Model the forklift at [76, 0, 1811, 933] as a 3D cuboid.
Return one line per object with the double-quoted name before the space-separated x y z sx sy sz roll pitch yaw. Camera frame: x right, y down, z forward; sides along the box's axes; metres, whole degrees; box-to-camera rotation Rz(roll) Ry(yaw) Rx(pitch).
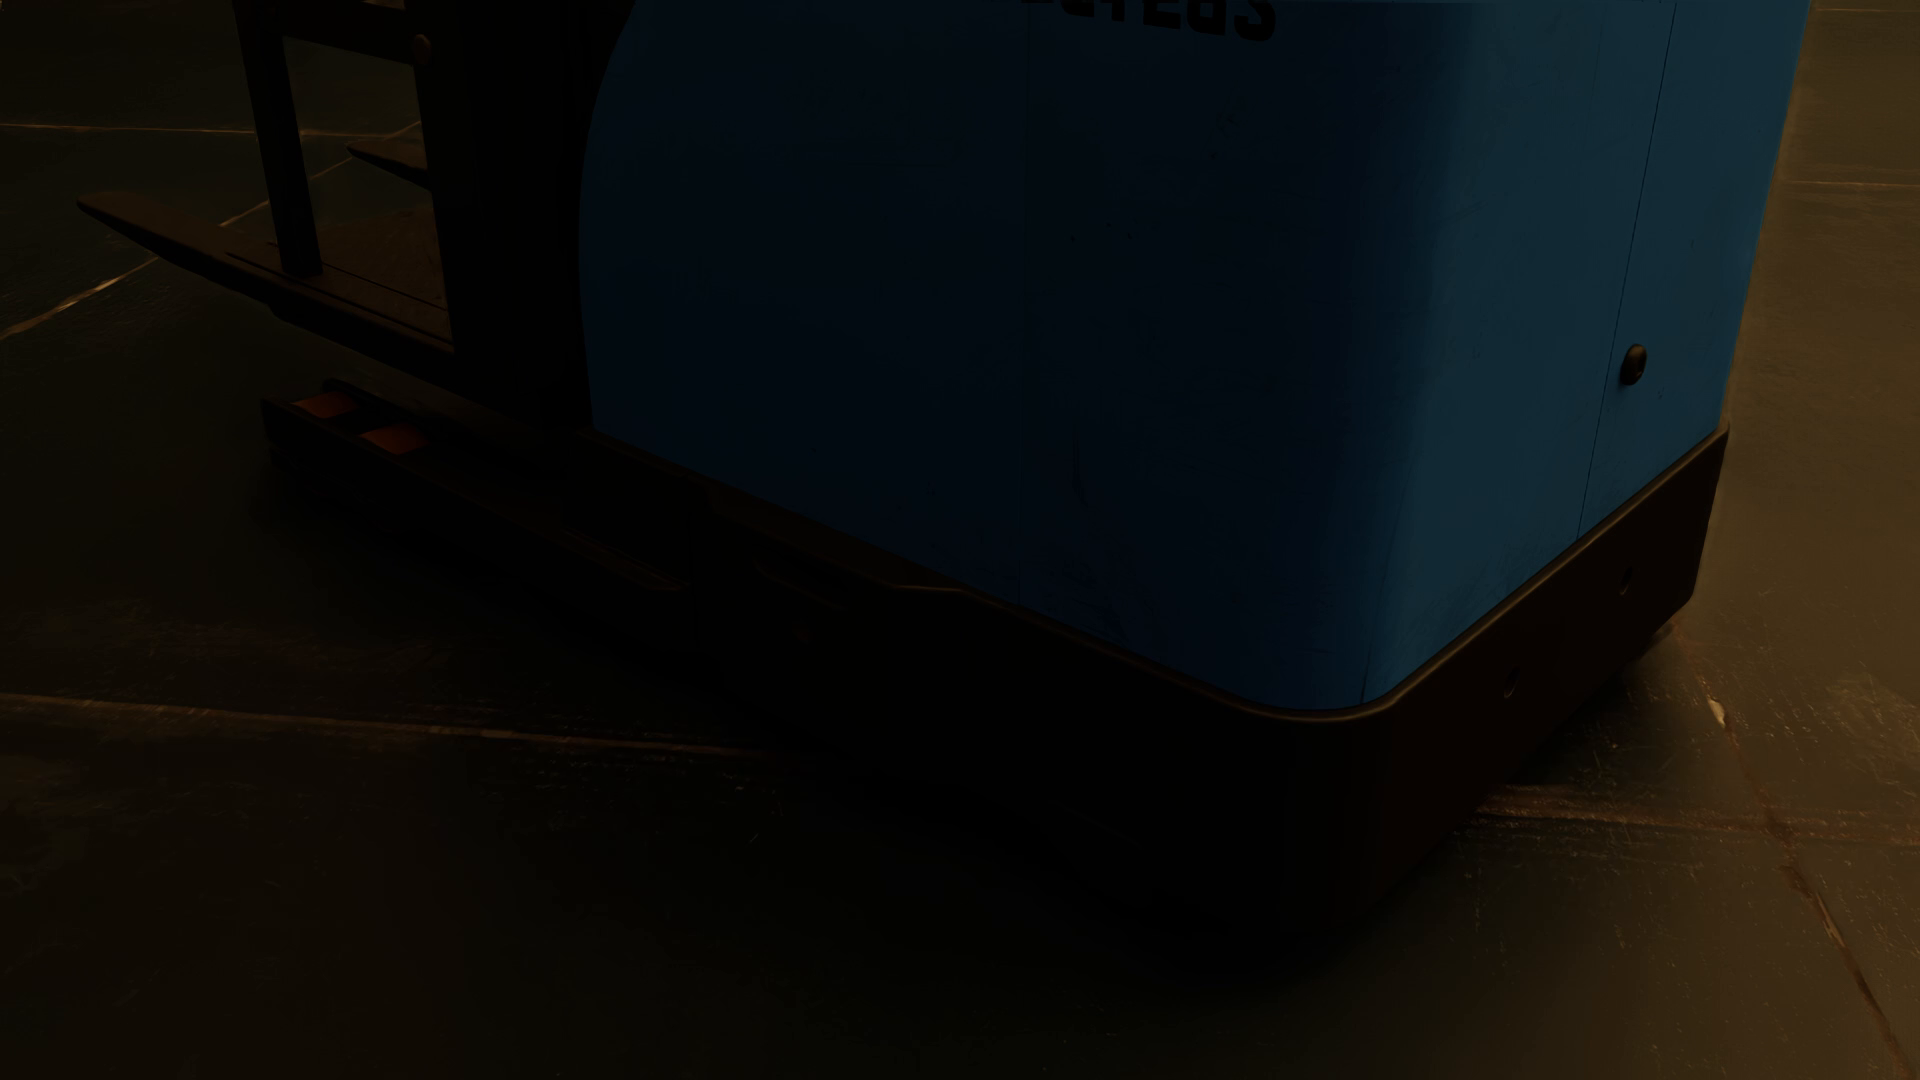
"forklift" -0.458 -1.476 2.175 3.031 2.935 1.130 22 34 36
